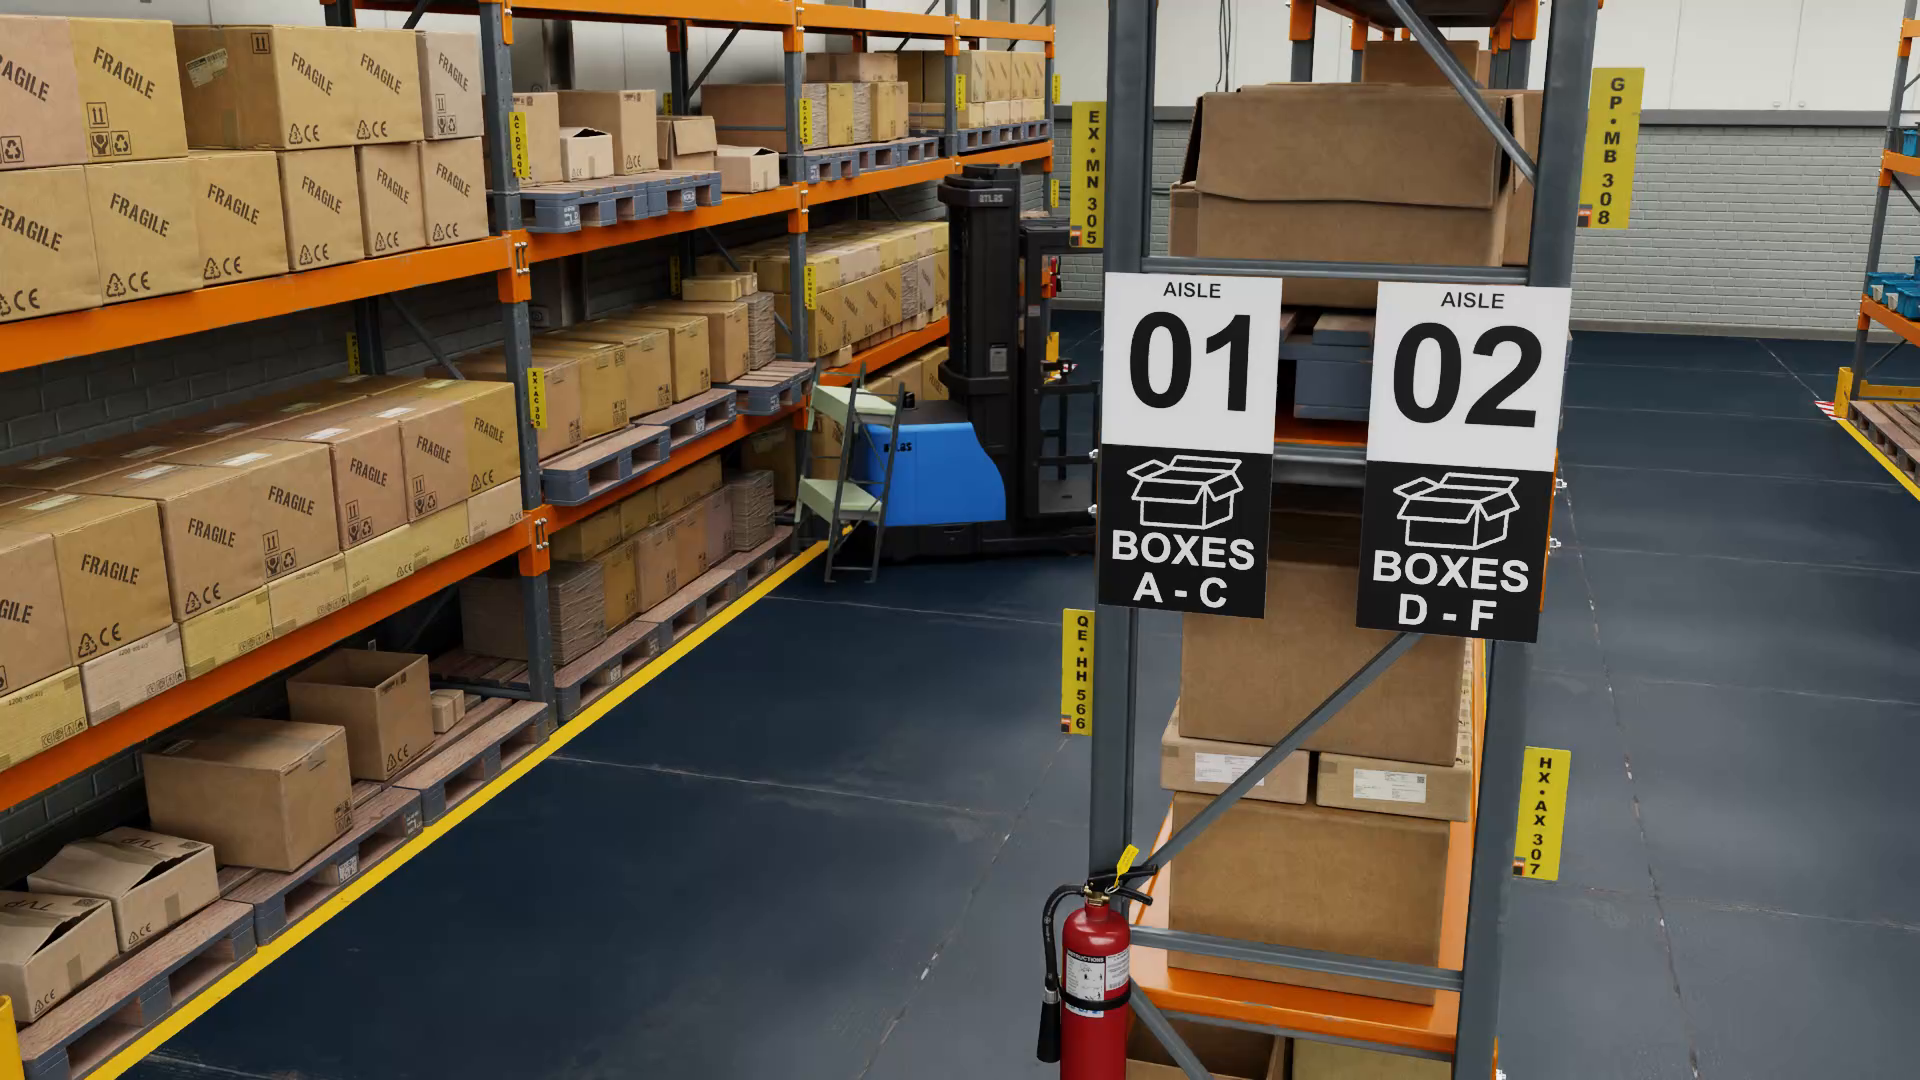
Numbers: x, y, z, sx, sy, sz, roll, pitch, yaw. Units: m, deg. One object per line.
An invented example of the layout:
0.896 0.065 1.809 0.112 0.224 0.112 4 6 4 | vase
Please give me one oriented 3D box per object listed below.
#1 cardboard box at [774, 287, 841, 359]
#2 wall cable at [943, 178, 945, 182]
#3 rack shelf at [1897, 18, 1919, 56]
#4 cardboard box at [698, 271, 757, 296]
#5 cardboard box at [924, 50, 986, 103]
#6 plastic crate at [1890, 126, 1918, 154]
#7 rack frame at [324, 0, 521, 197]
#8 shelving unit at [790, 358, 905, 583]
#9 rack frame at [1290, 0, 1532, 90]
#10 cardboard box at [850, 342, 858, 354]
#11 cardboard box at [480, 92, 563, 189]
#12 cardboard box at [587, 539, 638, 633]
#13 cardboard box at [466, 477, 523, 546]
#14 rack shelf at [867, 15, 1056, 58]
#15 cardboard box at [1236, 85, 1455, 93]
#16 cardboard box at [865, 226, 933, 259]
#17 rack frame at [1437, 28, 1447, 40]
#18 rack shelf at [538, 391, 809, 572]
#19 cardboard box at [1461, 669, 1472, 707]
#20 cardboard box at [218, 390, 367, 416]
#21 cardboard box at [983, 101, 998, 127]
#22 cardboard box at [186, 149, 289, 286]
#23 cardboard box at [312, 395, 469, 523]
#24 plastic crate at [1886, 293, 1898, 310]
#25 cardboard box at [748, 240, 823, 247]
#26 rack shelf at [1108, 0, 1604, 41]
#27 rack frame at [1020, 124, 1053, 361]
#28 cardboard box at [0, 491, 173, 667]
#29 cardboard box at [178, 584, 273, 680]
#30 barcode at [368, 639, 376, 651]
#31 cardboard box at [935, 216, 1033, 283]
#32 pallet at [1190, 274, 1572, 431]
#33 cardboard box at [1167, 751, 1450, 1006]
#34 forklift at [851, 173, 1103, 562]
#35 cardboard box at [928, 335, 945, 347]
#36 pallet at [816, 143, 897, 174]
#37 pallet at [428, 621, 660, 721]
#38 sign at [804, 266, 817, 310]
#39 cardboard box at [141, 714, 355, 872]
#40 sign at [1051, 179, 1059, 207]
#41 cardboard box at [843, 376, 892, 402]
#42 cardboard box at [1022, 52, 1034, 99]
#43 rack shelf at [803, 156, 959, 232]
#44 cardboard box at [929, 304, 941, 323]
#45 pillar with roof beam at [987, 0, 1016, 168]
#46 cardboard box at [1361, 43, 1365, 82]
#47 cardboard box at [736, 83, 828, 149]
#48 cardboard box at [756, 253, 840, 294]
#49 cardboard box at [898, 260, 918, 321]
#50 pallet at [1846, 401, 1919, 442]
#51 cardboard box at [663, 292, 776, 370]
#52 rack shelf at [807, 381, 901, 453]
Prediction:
-1.275 -1.738 13.196 0.500 0.500 0.500 5 17 18 | cardboard box
0.072 -4.420 21.555 0.084 1.984 1.851 5 16 16 | wall cable
9.545 -4.579 15.034 1.077 0.370 4.000 5 16 16 | rack shelf
-1.728 -1.909 12.386 0.380 0.149 0.250 2 16 9 | cardboard box
-0.050 -4.623 16.583 0.500 0.500 0.500 4 16 15 | cardboard box
9.737 -4.056 16.875 0.497 0.269 0.590 5 16 16 | plastic crate
-2.795 -3.270 8.366 1.000 3.000 0.127 5 16 16 | rack frame
-0.842 -0.517 12.251 0.431 1.500 0.755 2 16 -27 | shelving unit
1.955 -2.887 7.016 1.000 3.000 0.127 5 16 16 | rack frame
-1.088 -1.659 14.106 0.380 0.149 0.250 5 17 17 | cardboard box
-2.563 -2.214 9.187 0.500 0.500 0.500 7 17 24 | cardboard box
-2.503 0.274 10.640 0.700 0.500 0.500 4 16 15 | cardboard box
-2.639 -0.174 8.683 0.500 0.250 0.500 5 16 16 | cardboard box
0.047 -5.348 17.743 1.077 0.370 4.000 5 16 16 | rack shelf
1.366 -1.342 5.850 0.797 0.503 0.637 7 17 22 | cardboard box
-0.564 -2.763 15.435 0.500 0.250 0.500 5 17 17 | cardboard box
5.362 -6.026 18.085 0.949 2.616 0.053 5 16 16 | rack frame
-2.227 -0.561 11.128 1.077 0.370 4.000 5 16 16 | rack shelf
1.281 0.465 4.820 0.380 0.149 0.250 5 16 16 | cardboard box
-3.280 -0.440 8.248 0.500 0.500 0.500 5 16 16 | cardboard box
0.086 -4.390 17.136 0.500 0.250 0.500 4 16 15 | cardboard box
-3.135 -1.322 6.776 0.500 0.500 0.500 6 17 19 | cardboard box
-2.770 -0.403 8.118 0.500 0.500 0.500 5 16 16 | cardboard box
9.364 -2.363 16.536 0.250 0.136 0.298 5 16 16 | plastic crate
-1.479 -2.400 14.154 0.500 0.250 0.500 4 16 14 | cardboard box
1.387 -1.825 5.324 1.077 0.370 4.000 5 16 16 | rack shelf
0.615 -3.523 20.254 1.000 3.000 0.127 5 16 16 | rack frame
-3.358 0.134 6.222 0.500 0.500 0.500 5 16 16 | cardboard box
-3.205 0.353 6.828 0.500 0.250 0.500 4 16 15 | cardboard box
-3.179 0.576 8.990 0.001 0.075 0.075 5 16 16 | barcode
0.283 -3.342 19.066 0.980 0.700 0.700 4 16 15 | cardboard box
1.044 -0.538 4.393 1.003 0.211 1.213 5 16 16 | pallet
0.963 0.877 4.558 0.700 0.500 0.500 5 16 16 | cardboard box
0.689 -1.395 12.993 3.031 2.867 1.129 -3 16 -11 | forklift
-0.221 -2.160 18.072 0.380 0.149 0.250 4 16 14 | cardboard box
-1.212 -3.248 14.132 1.003 0.211 1.213 5 17 18 | pallet
-2.575 0.754 10.284 1.003 0.211 1.213 5 16 16 | pallet
-1.136 -1.910 12.588 0.100 0.325 0.005 5 16 16 | sign
-3.231 1.142 7.579 0.700 0.500 0.500 4 16 12 | cardboard box
1.131 -4.148 19.902 0.100 0.325 0.005 5 16 16 | sign
-1.069 -1.009 14.559 0.750 0.750 0.750 5 16 16 | cardboard box
0.516 -5.162 18.483 0.500 0.500 0.500 5 17 18 | cardboard box
-1.090 -3.050 14.408 1.077 0.370 4.000 5 16 16 | rack shelf
-0.396 -2.187 15.967 0.380 0.149 0.250 5 17 17 | cardboard box
4.680 -6.849 20.985 9.100 9.000 0.400 5 16 16 | pillar with roof beam
2.308 -2.243 8.375 0.500 0.500 0.500 6 17 21 | cardboard box
-1.476 -3.407 13.358 0.700 0.500 0.500 4 16 13 | cardboard box
-1.274 -2.098 13.090 0.500 0.250 0.500 5 17 17 | cardboard box
-0.698 -2.272 15.078 0.500 0.500 0.500 5 16 16 | cardboard box
9.842 -1.201 17.176 1.003 0.211 1.213 5 16 16 | pallet
-1.783 -1.566 12.365 0.700 0.500 0.500 3 16 9 | cardboard box
-0.781 -0.891 12.156 0.431 0.370 0.720 2 16 -27 | rack shelf
